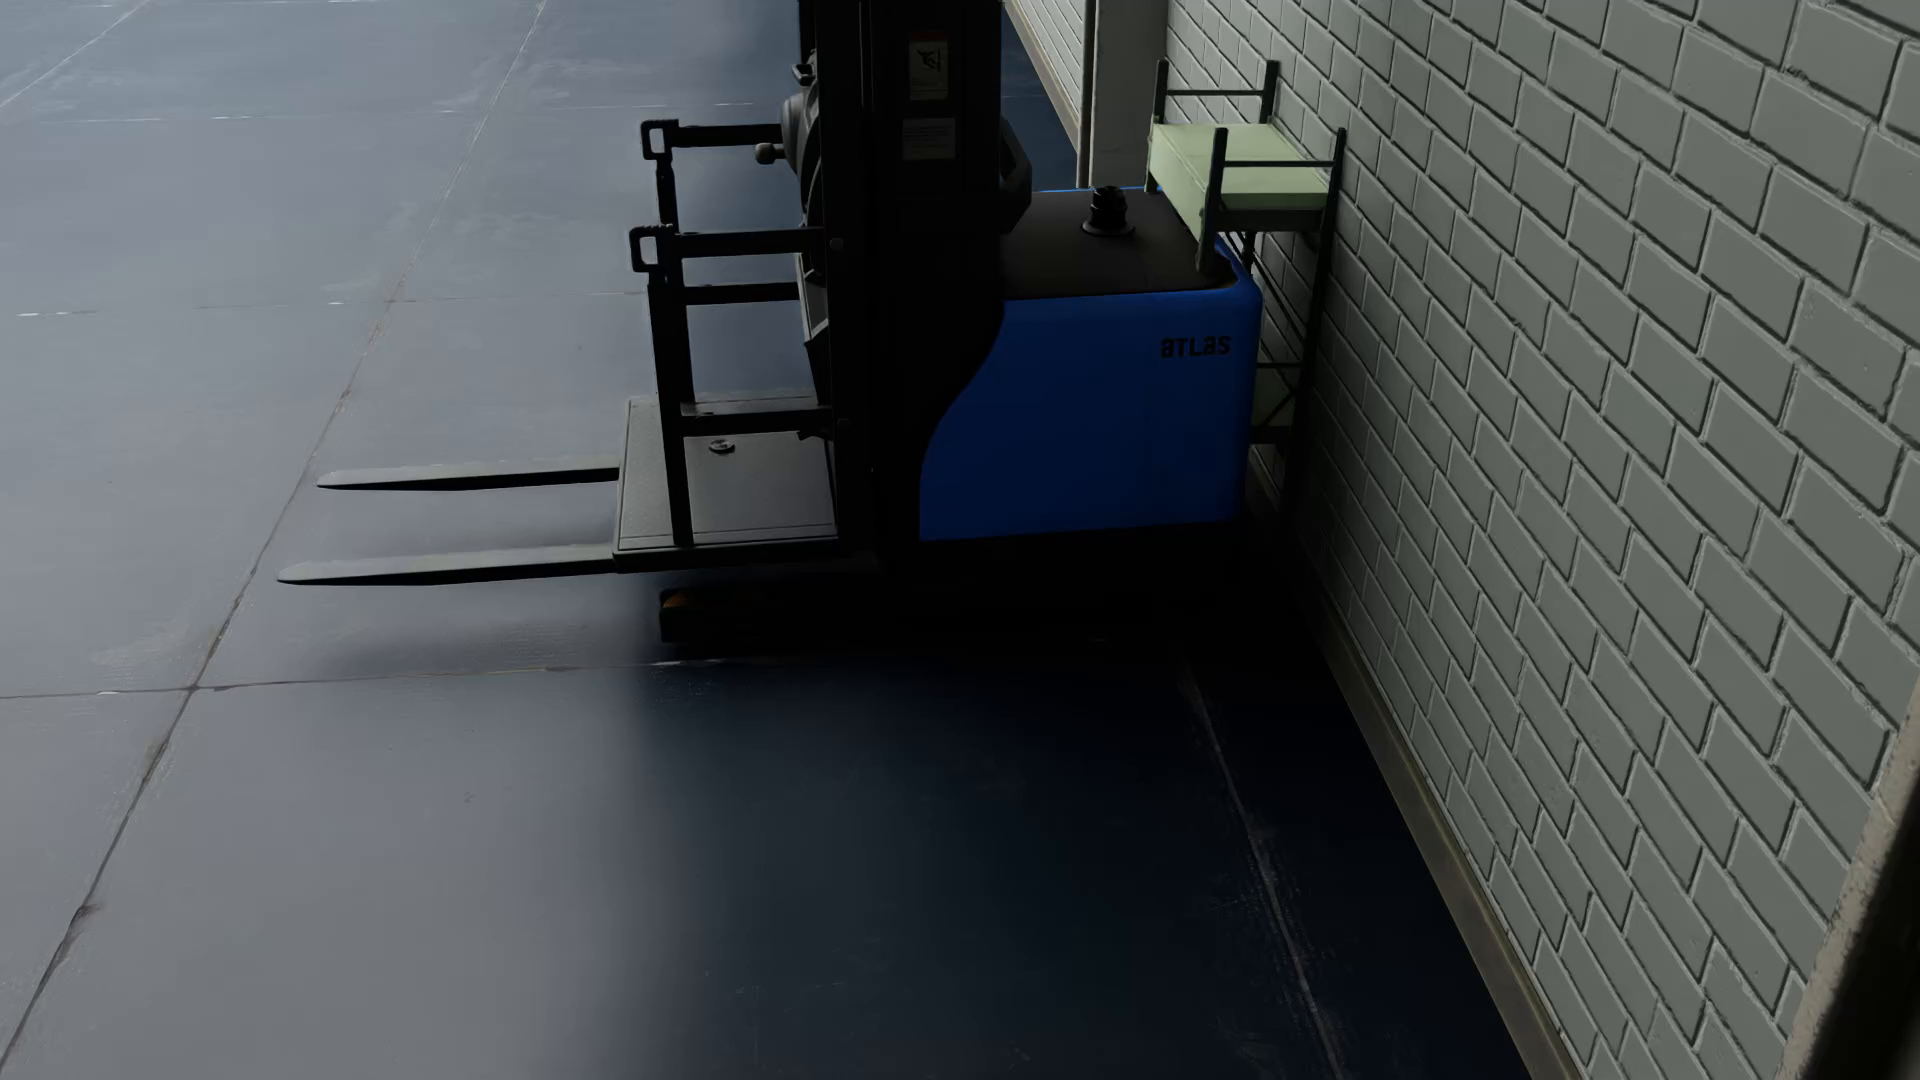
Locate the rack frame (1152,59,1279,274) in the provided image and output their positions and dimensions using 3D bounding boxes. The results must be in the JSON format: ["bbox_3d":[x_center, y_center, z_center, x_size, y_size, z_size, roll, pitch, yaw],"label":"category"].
[{"bbox_3d":[0.810,-0.910,5.775,0.400,1.500,0.023,-2,31,-7],"label":"rack frame"}]

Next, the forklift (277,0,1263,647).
[{"bbox_3d":[-0.642,-1.215,4.925,3.031,2.935,1.130,-4,31,-7],"label":"forklift"}]

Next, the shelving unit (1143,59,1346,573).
[{"bbox_3d":[0.855,-0.723,5.464,0.431,1.500,0.755,-2,31,-7],"label":"shelving unit"}]

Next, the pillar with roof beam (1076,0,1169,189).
[{"bbox_3d":[-3.570,-4.902,5.181,9.100,9.000,0.400,-3,31,-5],"label":"pillar with roof beam"}]

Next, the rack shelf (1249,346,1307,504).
[{"bbox_3d":[0.843,-0.443,5.631,0.431,0.370,0.720,-2,31,-7],"label":"rack shelf"}]

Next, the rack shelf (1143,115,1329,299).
[{"bbox_3d":[0.870,-1.059,5.265,0.431,0.370,0.720,-2,31,-7],"label":"rack shelf"}]

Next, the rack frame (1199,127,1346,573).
[{"bbox_3d":[0.900,-0.536,5.153,0.400,1.500,0.023,-2,31,-7],"label":"rack frame"}]
